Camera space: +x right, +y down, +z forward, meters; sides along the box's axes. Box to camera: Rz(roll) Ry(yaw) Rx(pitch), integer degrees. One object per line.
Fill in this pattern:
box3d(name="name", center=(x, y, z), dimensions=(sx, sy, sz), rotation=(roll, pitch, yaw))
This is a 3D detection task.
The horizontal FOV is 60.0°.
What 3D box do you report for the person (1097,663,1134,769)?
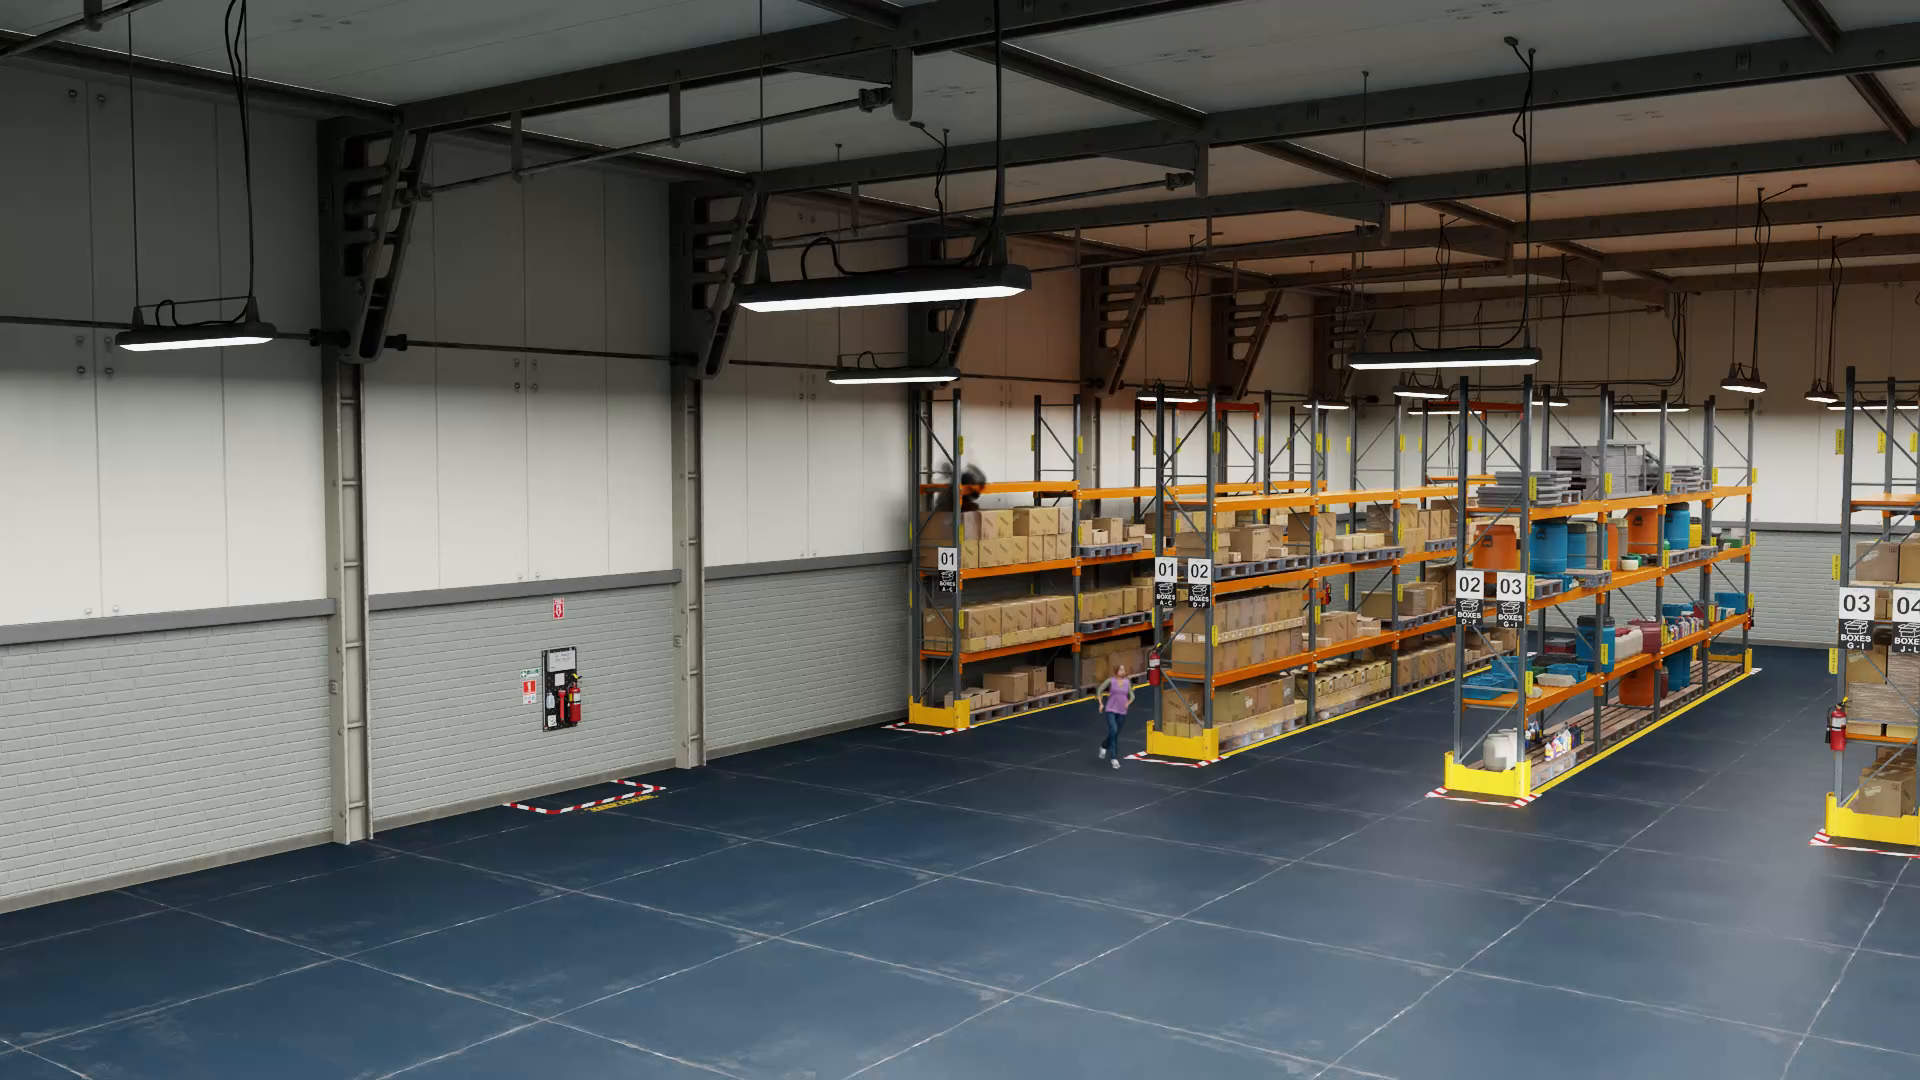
box3d(name="person", center=(2.464, 2.722, 26.035), dimensions=(0.565, 1.582, 0.809), rotation=(-1, 3, -16))
